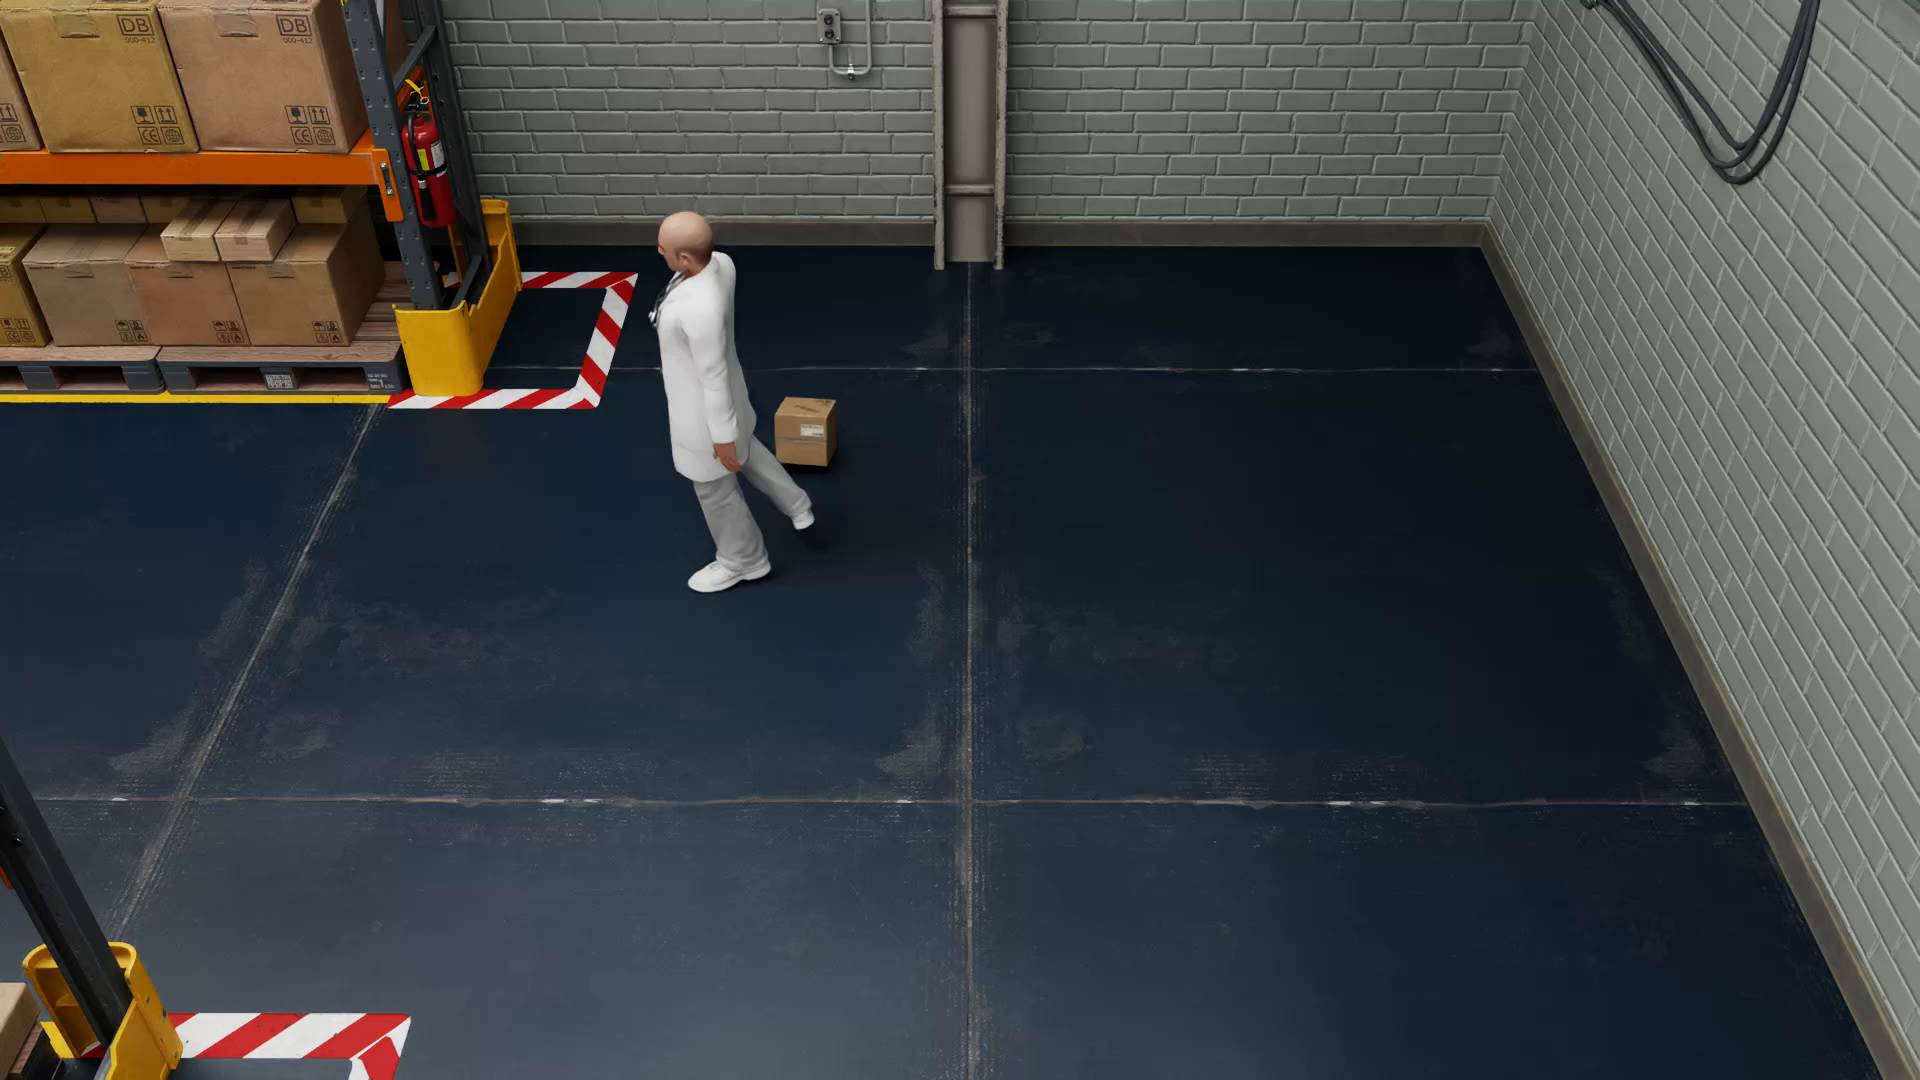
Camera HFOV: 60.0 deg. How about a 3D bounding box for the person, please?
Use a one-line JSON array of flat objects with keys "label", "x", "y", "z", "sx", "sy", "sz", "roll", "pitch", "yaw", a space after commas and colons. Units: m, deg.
[{"label": "person", "x": -0.937, "y": -0.617, "z": 6.917, "sx": 0.558, "sy": 1.770, "sz": 0.789, "roll": 3, "pitch": 39, "yaw": 4}]
